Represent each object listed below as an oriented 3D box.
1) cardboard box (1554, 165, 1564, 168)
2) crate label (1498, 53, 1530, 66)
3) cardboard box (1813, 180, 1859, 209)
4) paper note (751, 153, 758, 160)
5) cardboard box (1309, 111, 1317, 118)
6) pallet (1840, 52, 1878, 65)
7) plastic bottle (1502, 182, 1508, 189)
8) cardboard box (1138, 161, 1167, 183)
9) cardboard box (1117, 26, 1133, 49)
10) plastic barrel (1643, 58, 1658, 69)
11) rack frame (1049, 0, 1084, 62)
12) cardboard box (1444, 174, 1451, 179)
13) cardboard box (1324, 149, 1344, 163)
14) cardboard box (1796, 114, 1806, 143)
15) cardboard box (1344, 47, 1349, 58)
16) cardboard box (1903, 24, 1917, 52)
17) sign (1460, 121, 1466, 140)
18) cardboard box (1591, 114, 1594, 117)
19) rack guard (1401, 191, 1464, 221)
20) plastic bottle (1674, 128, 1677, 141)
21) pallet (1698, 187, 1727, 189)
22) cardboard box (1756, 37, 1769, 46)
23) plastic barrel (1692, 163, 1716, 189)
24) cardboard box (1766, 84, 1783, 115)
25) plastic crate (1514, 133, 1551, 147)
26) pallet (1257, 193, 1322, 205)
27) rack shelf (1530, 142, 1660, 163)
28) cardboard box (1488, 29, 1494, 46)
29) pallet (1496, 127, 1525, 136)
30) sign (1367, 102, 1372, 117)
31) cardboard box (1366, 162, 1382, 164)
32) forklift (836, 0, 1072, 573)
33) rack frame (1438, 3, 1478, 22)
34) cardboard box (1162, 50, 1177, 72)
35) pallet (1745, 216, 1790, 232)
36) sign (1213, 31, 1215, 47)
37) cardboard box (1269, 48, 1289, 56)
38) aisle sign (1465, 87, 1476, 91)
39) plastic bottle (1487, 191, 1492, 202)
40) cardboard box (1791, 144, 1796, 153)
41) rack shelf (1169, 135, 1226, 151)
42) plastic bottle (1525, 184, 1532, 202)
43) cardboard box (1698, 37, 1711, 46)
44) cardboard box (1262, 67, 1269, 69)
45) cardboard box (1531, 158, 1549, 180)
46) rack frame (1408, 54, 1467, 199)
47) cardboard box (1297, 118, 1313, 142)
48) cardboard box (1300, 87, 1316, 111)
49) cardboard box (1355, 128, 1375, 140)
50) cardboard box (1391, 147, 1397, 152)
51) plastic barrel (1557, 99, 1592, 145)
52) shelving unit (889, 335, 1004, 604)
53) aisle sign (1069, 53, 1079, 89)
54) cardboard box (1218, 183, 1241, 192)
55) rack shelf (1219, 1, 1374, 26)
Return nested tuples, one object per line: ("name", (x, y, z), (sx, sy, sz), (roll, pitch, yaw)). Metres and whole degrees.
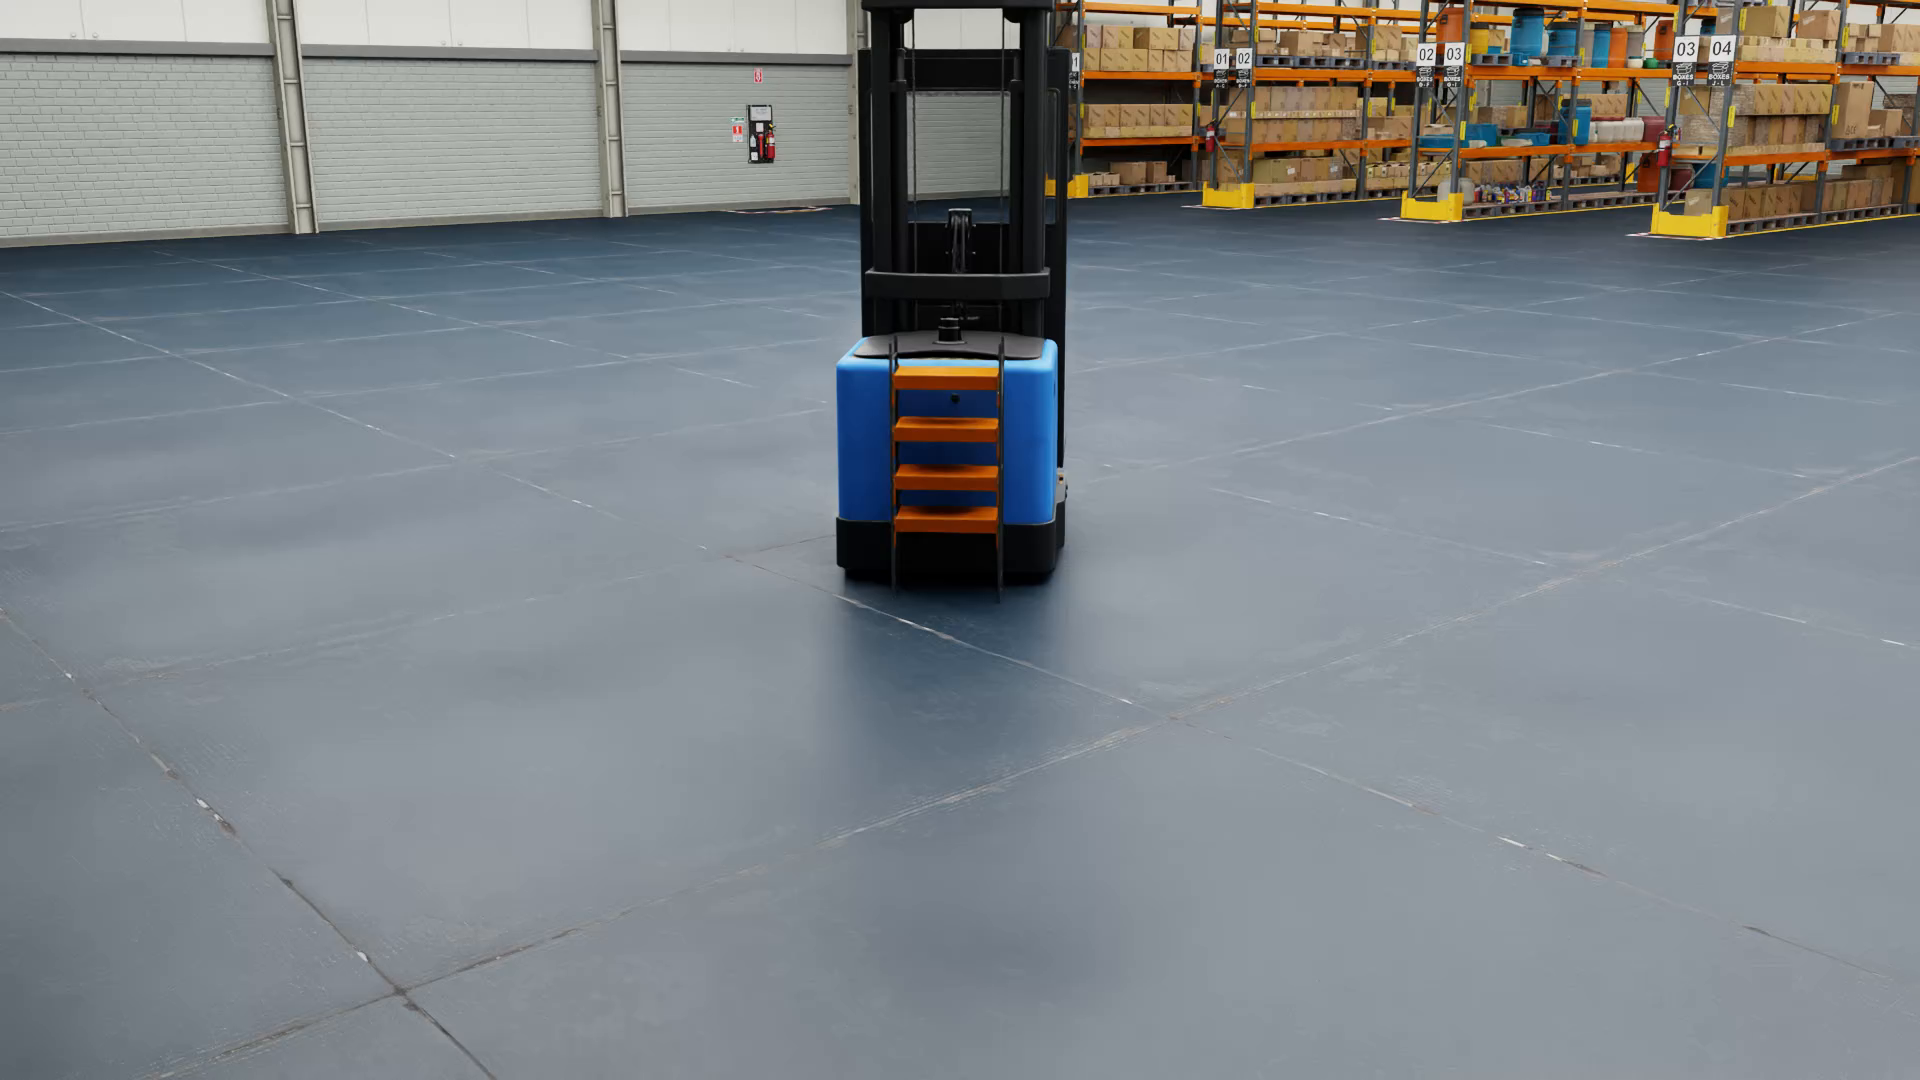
("cardboard box", (15.535, -9.721, 43.689), (0.500, 0.311, 0.500), (-13, 19, -39))
("crate label", (10.551, -9.161, 31.711), (0.408, 0.251, 0.502), (-13, 19, -39))
("cardboard box", (16.462, -6.521, 31.343), (0.700, 0.500, 0.500), (14, 20, 42))
("paper note", (-4.216, -7.877, 34.134), (0.142, 0.148, 0.016), (-13, 19, -39))
("cardboard box", (7.469, -9.187, 35.882), (0.250, 0.149, 0.380), (-12, 19, -38))
("pallet", (15.726, -8.687, 30.010), (1.003, 0.211, 1.213), (-13, 19, -39))
("plastic bottle", (11.058, -7.086, 33.745), (0.185, 0.351, 0.144), (-12, 19, -38))
("cardboard box", (4.679, -8.959, 40.468), (0.500, 0.500, 0.500), (14, 21, 43))
("cardboard box", (3.659, -11.632, 38.503), (0.500, 0.500, 0.500), (-12, 19, -38))
("plastic barrel", (14.804, -10.209, 35.645), (0.294, 0.245, 0.294), (0, 15, 0))
("rack frame", (2.418, -12.358, 37.579), (0.127, 3.000, 1.000), (-13, 19, -39))
("cardboard box", (11.471, -8.589, 39.608), (0.500, 0.250, 0.500), (-12, 19, -38))
("cardboard box", (9.759, -10.226, 44.571), (0.750, 0.750, 0.750), (-13, 20, -40))
("cardboard box", (14.410, -7.295, 29.476), (0.500, 0.500, 0.875), (-13, 19, -39))
("cardboard box", (9.937, -12.896, 44.357), (0.500, 0.500, 0.700), (-13, 20, -39))
("cardboard box", (17.633, -9.443, 31.314), (0.500, 0.500, 0.500), (-13, 20, -39))
("sign", (9.279, -7.557, 30.693), (0.005, 0.325, 0.100), (-13, 19, -39))
("cardboard box", (16.052, -10.782, 43.110), (0.500, 0.500, 0.500), (-13, 20, -40))
("rack guard", (8.948, -6.346, 31.537), (0.348, 0.500, 1.175), (-13, 19, -39))
("plastic bottle", (15.601, -8.849, 36.315), (0.097, 0.271, 0.097), (0, 15, 0))
("pallet", (17.365, -8.094, 38.644), (1.213, 0.211, 1.003), (-13, 19, -39))
("cardboard box", (13.153, -8.262, 27.574), (0.250, 0.149, 0.380), (-12, 19, -37))
("plastic barrel", (17.018, -8.544, 38.178), (0.708, 0.901, 0.600), (-13, 19, -39))
("cardboard box", (13.525, -7.450, 28.122), (0.500, 0.500, 0.500), (-13, 19, -39))
("plastic crate", (11.282, -7.897, 32.788), (0.616, 0.251, 0.499), (-13, 19, -39))
("pallet", (7.142, -7.492, 36.390), (1.213, 0.211, 1.003), (-13, 19, -39))
("rack shelf", (13.448, -8.200, 35.030), (4.000, 0.370, 1.077), (-13, 19, -39))
("cardboard box", (12.426, -11.991, 39.885), (0.500, 0.500, 0.500), (-13, 19, -39))
("pallet", (13.172, -10.089, 41.080), (1.213, 0.211, 1.003), (-13, 19, -39))
("sign", (9.056, -9.522, 36.756), (0.005, 0.325, 0.100), (-13, 19, -39))
("cardboard box", (9.574, -8.617, 38.625), (0.500, 0.311, 0.500), (-13, 20, -40))
("forklift", (0.040, -1.586, 9.008), (1.130, 2.935, 3.031), (1, 15, 4))
("rack frame", (11.708, -12.750, 39.044), (0.127, 3.000, 1.000), (-13, 19, -39))
("cardboard box", (4.827, -11.428, 39.675), (0.500, 0.500, 0.500), (14, 20, 42))
("pallet", (13.786, -5.569, 29.190), (1.213, 0.211, 1.003), (-13, 19, -39))
("sign", (5.327, -10.443, 34.658), (0.005, 0.325, 0.100), (-13, 19, -39))
("cardboard box", (6.676, -10.259, 34.935), (0.250, 0.149, 0.380), (-13, 19, -39))
("aisle sign", (14.740, -13.380, 47.992), (0.004, 0.787, 0.394), (-13, 19, -39))
("plastic bottle", (10.567, -6.862, 33.196), (0.097, 0.201, 0.097), (0, 15, 0))
("cardboard box", (14.408, -6.878, 29.172), (0.250, 0.149, 0.380), (-13, 19, -39))
("rack shelf", (6.945, -10.129, 42.251), (4.000, 0.370, 1.077), (-13, 19, -39))
("plastic bottle", (11.254, -6.889, 33.009), (0.185, 0.351, 0.144), (-13, 20, -40))
("cardboard box", (12.177, -8.244, 27.507), (0.250, 0.149, 0.380), (-13, 19, -39))
("cardboard box", (7.415, -12.122, 42.269), (0.637, 0.503, 0.797), (-9, 18, -32))
("cardboard box", (14.541, -9.394, 42.099), (0.500, 0.500, 0.500), (-13, 20, -40))
("rack frame", (8.922, -7.531, 31.132), (0.127, 3.000, 1.000), (-13, 19, -39))
("cardboard box", (7.199, -8.884, 36.002), (0.500, 0.500, 0.700), (-12, 19, -38))
("cardboard box", (7.224, -9.517, 35.860), (0.500, 0.500, 0.700), (-13, 19, -39))
("cardboard box", (9.033, -9.193, 37.645), (0.500, 0.250, 0.500), (-11, 19, -36))
("cardboard box", (12.457, -11.057, 47.103), (0.250, 0.149, 0.380), (-13, 20, -41))
("plastic barrel", (12.429, -8.457, 33.629), (0.708, 0.901, 0.600), (-13, 19, -39))
("shelving unit", (-0.056, -0.322, 7.623), (0.503, 1.200, 0.258), (1, 16, 4))
("aisle sign", (2.561, -10.645, 37.753), (0.004, 0.787, 0.394), (-13, 19, -39))
("cardboard box", (5.883, -7.519, 35.601), (0.500, 0.250, 0.500), (-13, 19, -39))
("rack shelf", (7.182, -11.193, 35.383), (4.000, 0.370, 1.077), (-13, 19, -39))
